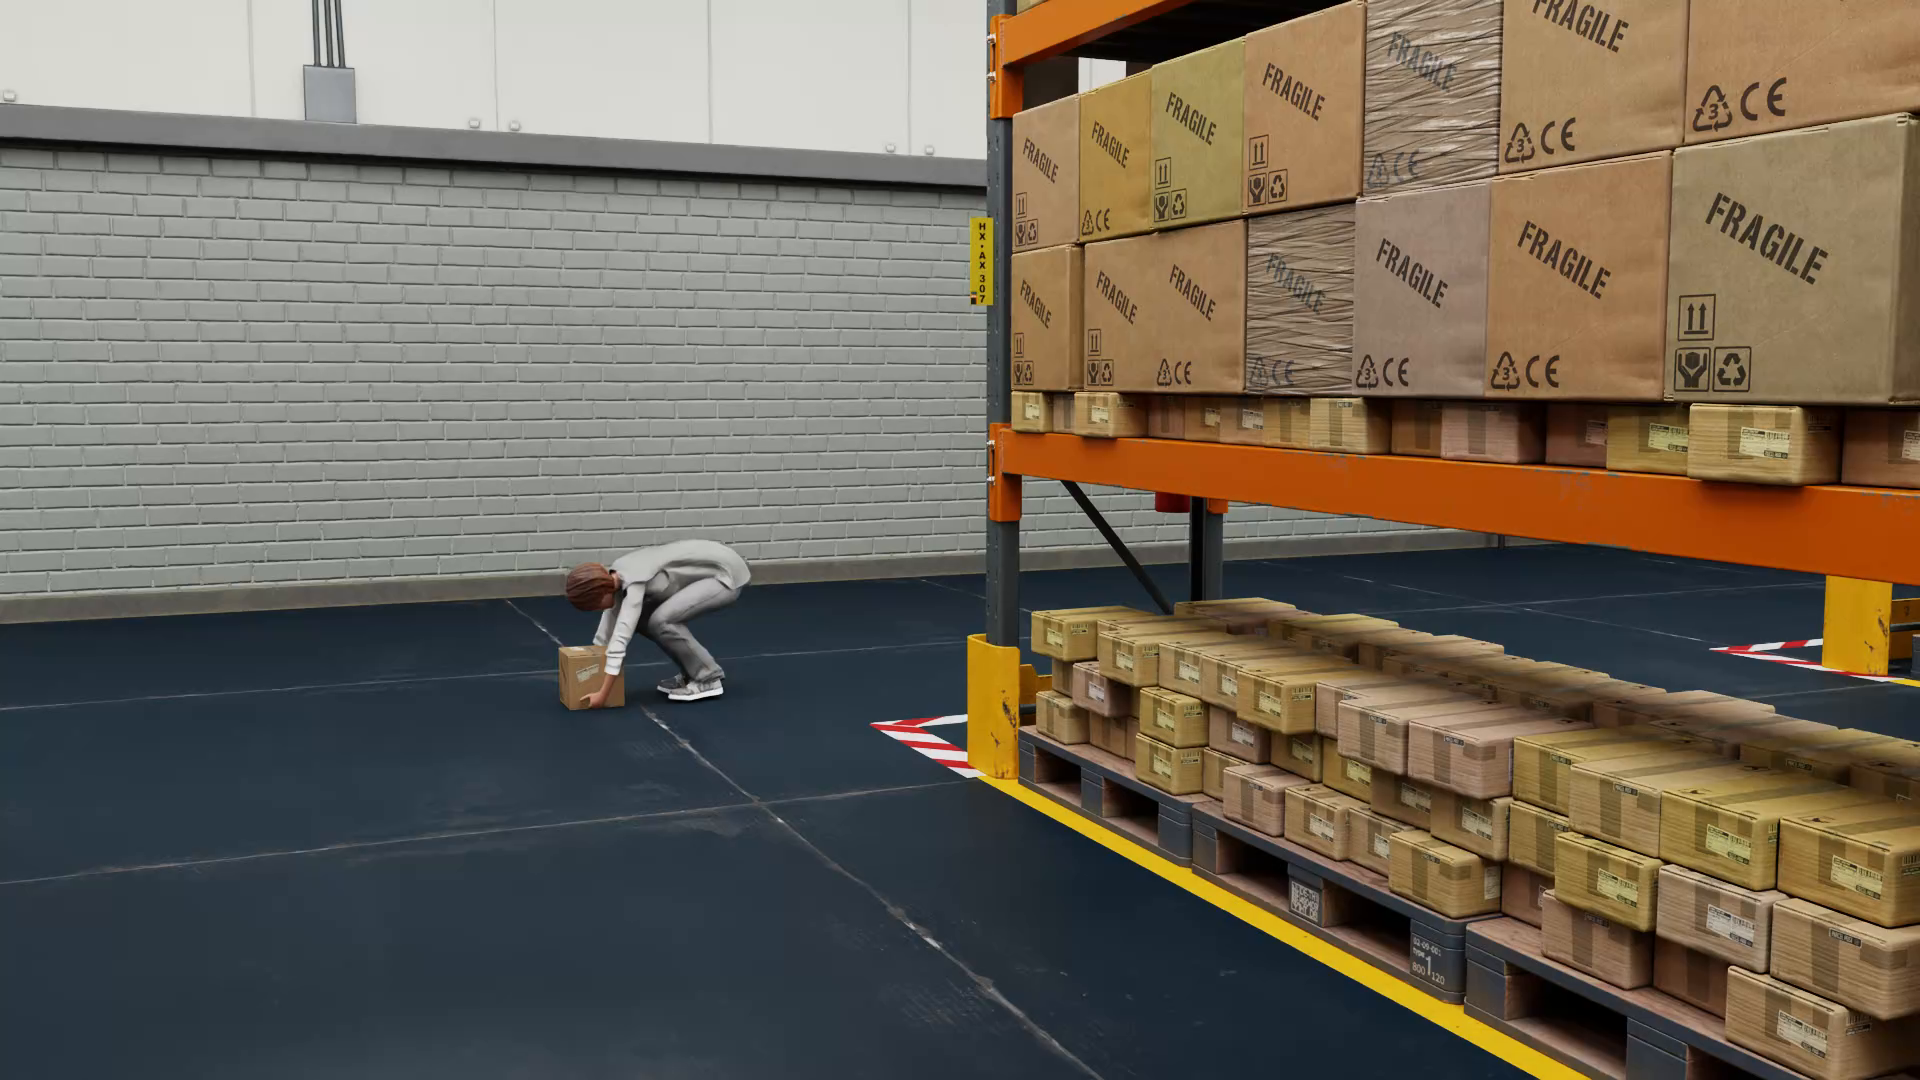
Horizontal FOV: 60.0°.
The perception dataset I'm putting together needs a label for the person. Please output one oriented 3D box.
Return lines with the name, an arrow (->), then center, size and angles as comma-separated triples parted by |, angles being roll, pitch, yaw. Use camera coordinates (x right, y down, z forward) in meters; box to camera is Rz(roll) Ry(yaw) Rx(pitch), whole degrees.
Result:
person -> -1.403, 0.384, 7.768 | 0.873, 0.768, 0.427 | -3, 6, -26
